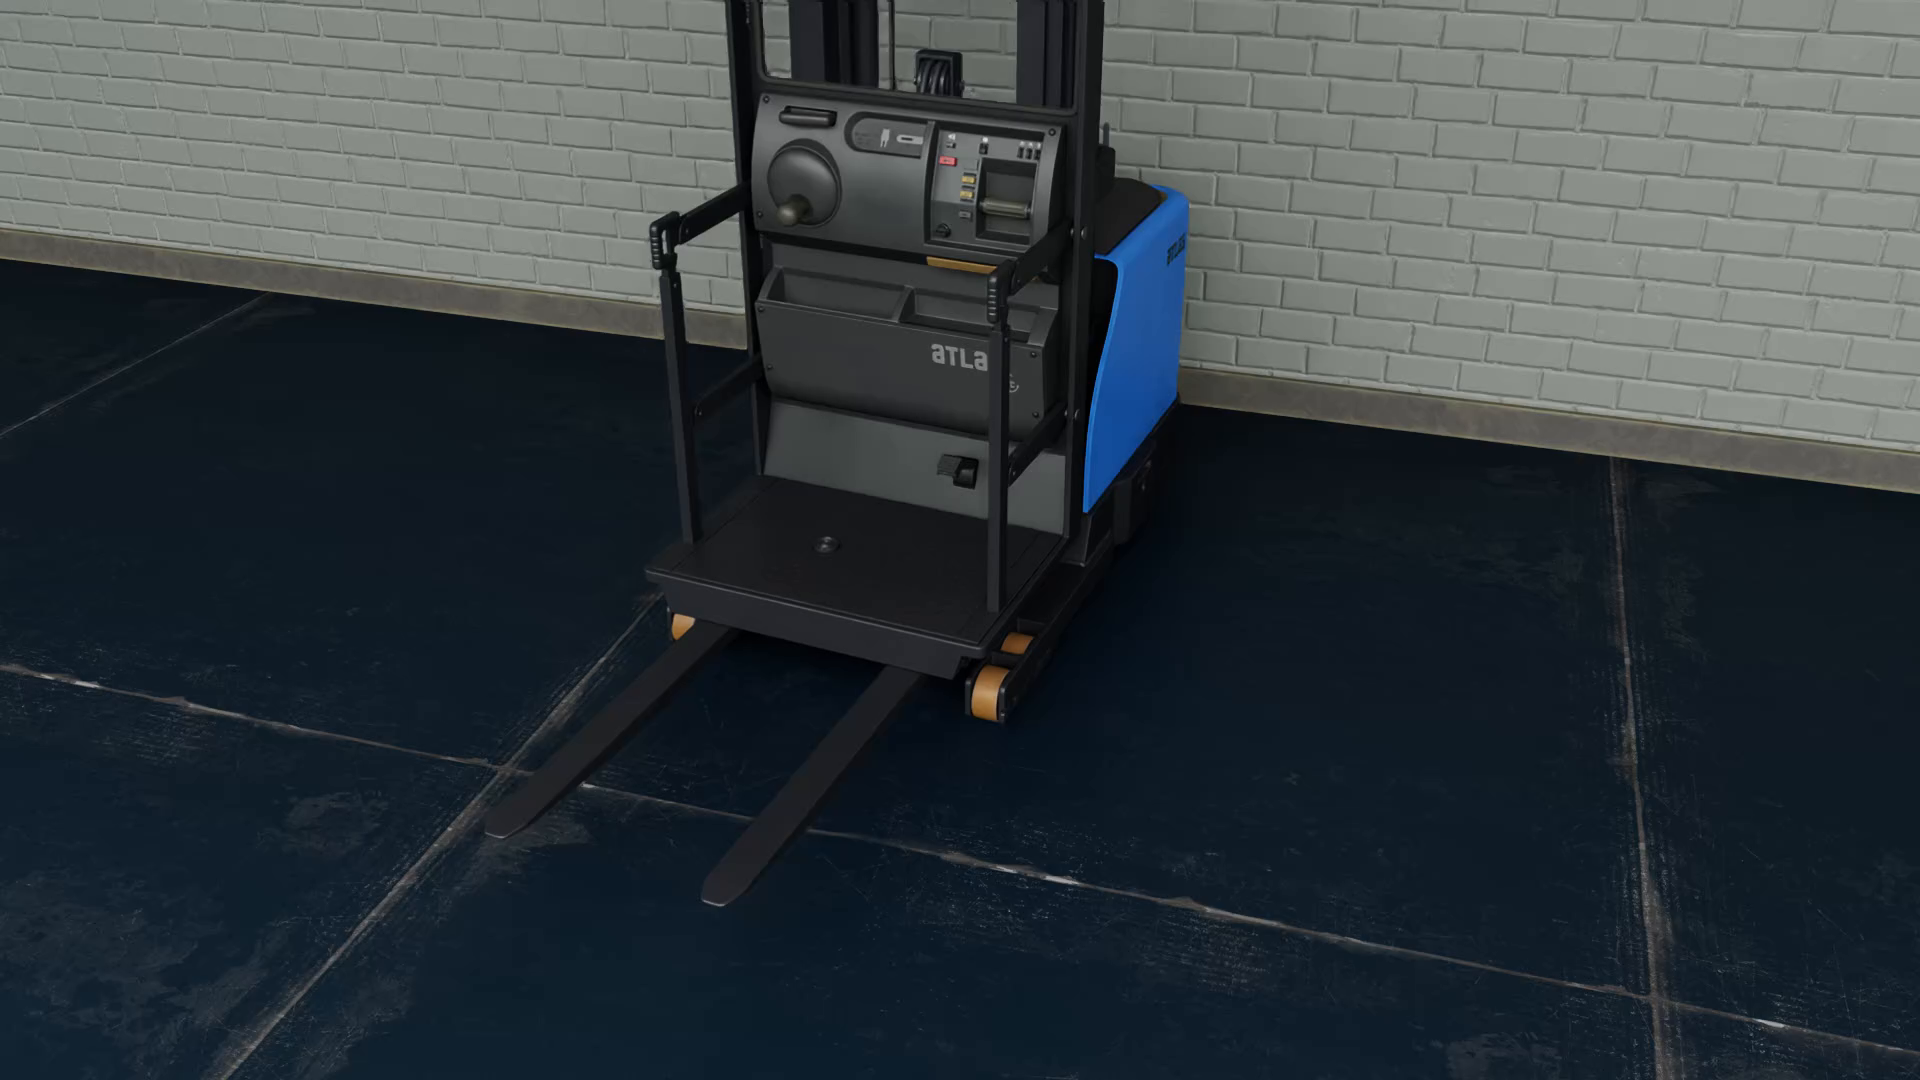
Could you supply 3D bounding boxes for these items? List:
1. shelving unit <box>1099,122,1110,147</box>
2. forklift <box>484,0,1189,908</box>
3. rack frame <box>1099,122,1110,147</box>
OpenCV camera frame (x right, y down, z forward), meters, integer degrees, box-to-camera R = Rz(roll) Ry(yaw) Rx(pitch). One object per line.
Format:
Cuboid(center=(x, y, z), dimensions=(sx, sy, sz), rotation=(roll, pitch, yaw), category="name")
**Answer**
Cuboid(center=(0.391, -0.955, 6.232), dimensions=(0.258, 1.200, 0.189), rotation=(12, 31, 20), category="shelving unit")
Cuboid(center=(-0.247, -0.990, 4.514), dimensions=(1.130, 2.935, 3.031), rotation=(12, 31, 20), category="forklift")
Cuboid(center=(0.427, -0.995, 6.305), dimensions=(0.240, 1.200, 0.006), rotation=(12, 31, 20), category="rack frame")
